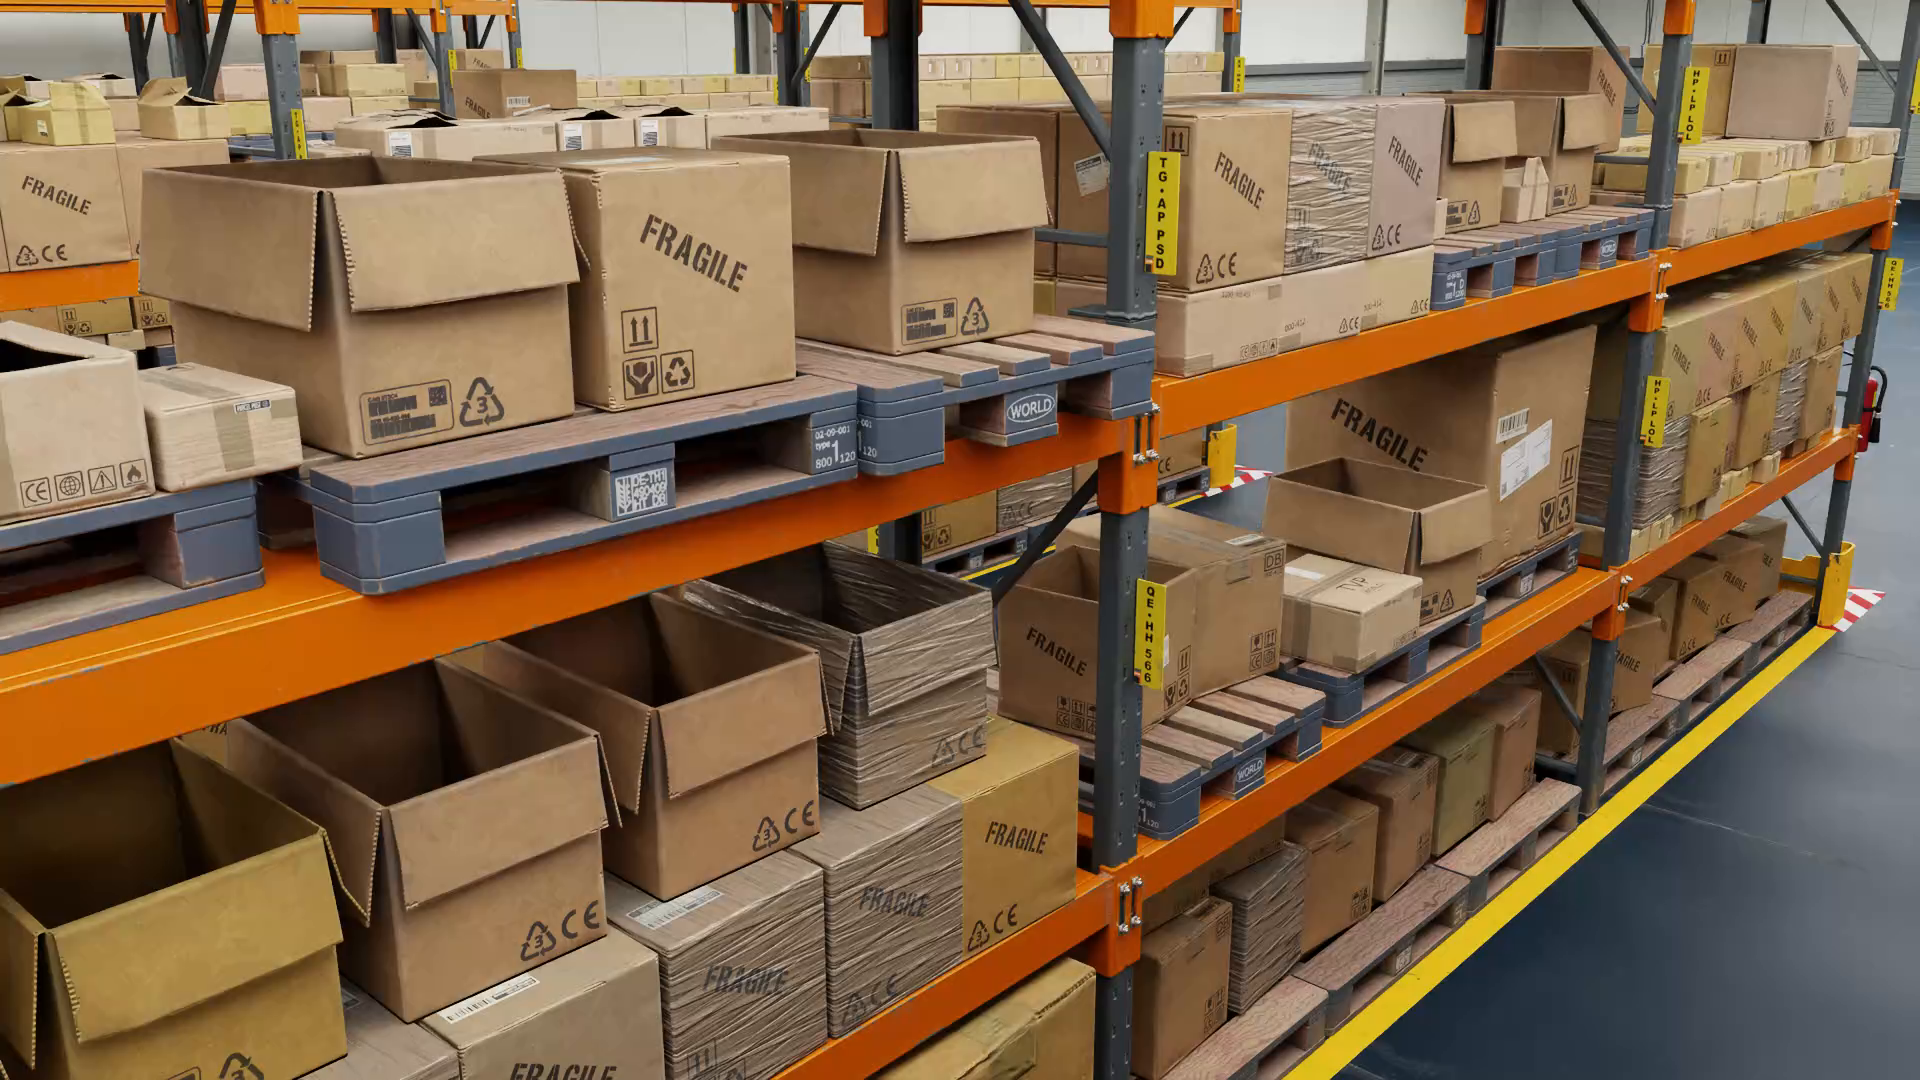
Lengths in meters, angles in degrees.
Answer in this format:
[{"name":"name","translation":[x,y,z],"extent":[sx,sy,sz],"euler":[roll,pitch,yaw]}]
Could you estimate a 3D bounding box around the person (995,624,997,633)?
[{"name":"person","translation":[-0.153,0.636,9.639],"extent":[0.515,0.784,0.866],"euler":[14,22,38]}]
